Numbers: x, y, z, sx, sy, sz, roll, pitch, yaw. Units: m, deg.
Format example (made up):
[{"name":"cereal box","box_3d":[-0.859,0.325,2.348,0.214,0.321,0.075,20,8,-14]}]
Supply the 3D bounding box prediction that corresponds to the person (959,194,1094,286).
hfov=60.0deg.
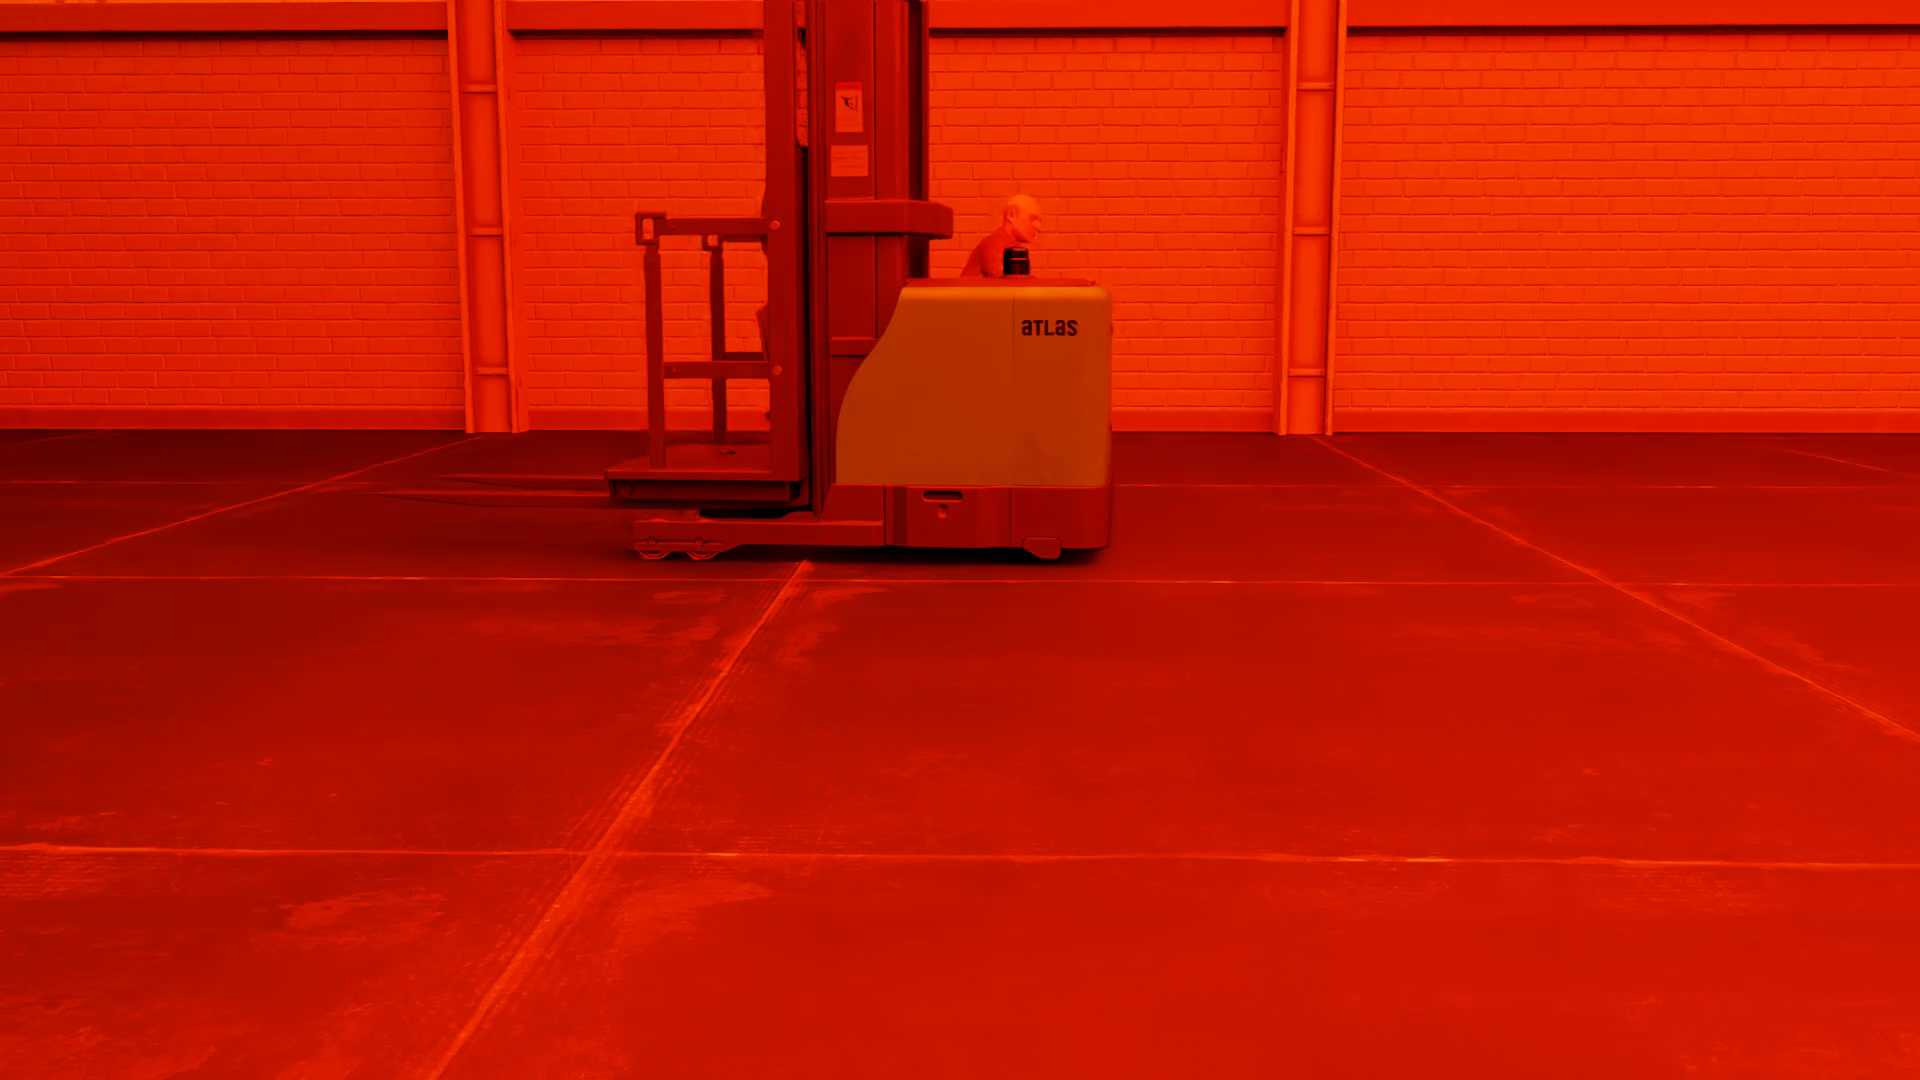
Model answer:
[{"name":"person","box_3d":[0.347,-0.995,8.524,0.932,1.539,1.043,-4,10,-24]}]

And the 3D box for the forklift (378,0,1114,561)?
[{"name":"forklift","box_3d":[-0.879,-1.445,6.878,3.031,2.935,1.130,1,9,6]}]
